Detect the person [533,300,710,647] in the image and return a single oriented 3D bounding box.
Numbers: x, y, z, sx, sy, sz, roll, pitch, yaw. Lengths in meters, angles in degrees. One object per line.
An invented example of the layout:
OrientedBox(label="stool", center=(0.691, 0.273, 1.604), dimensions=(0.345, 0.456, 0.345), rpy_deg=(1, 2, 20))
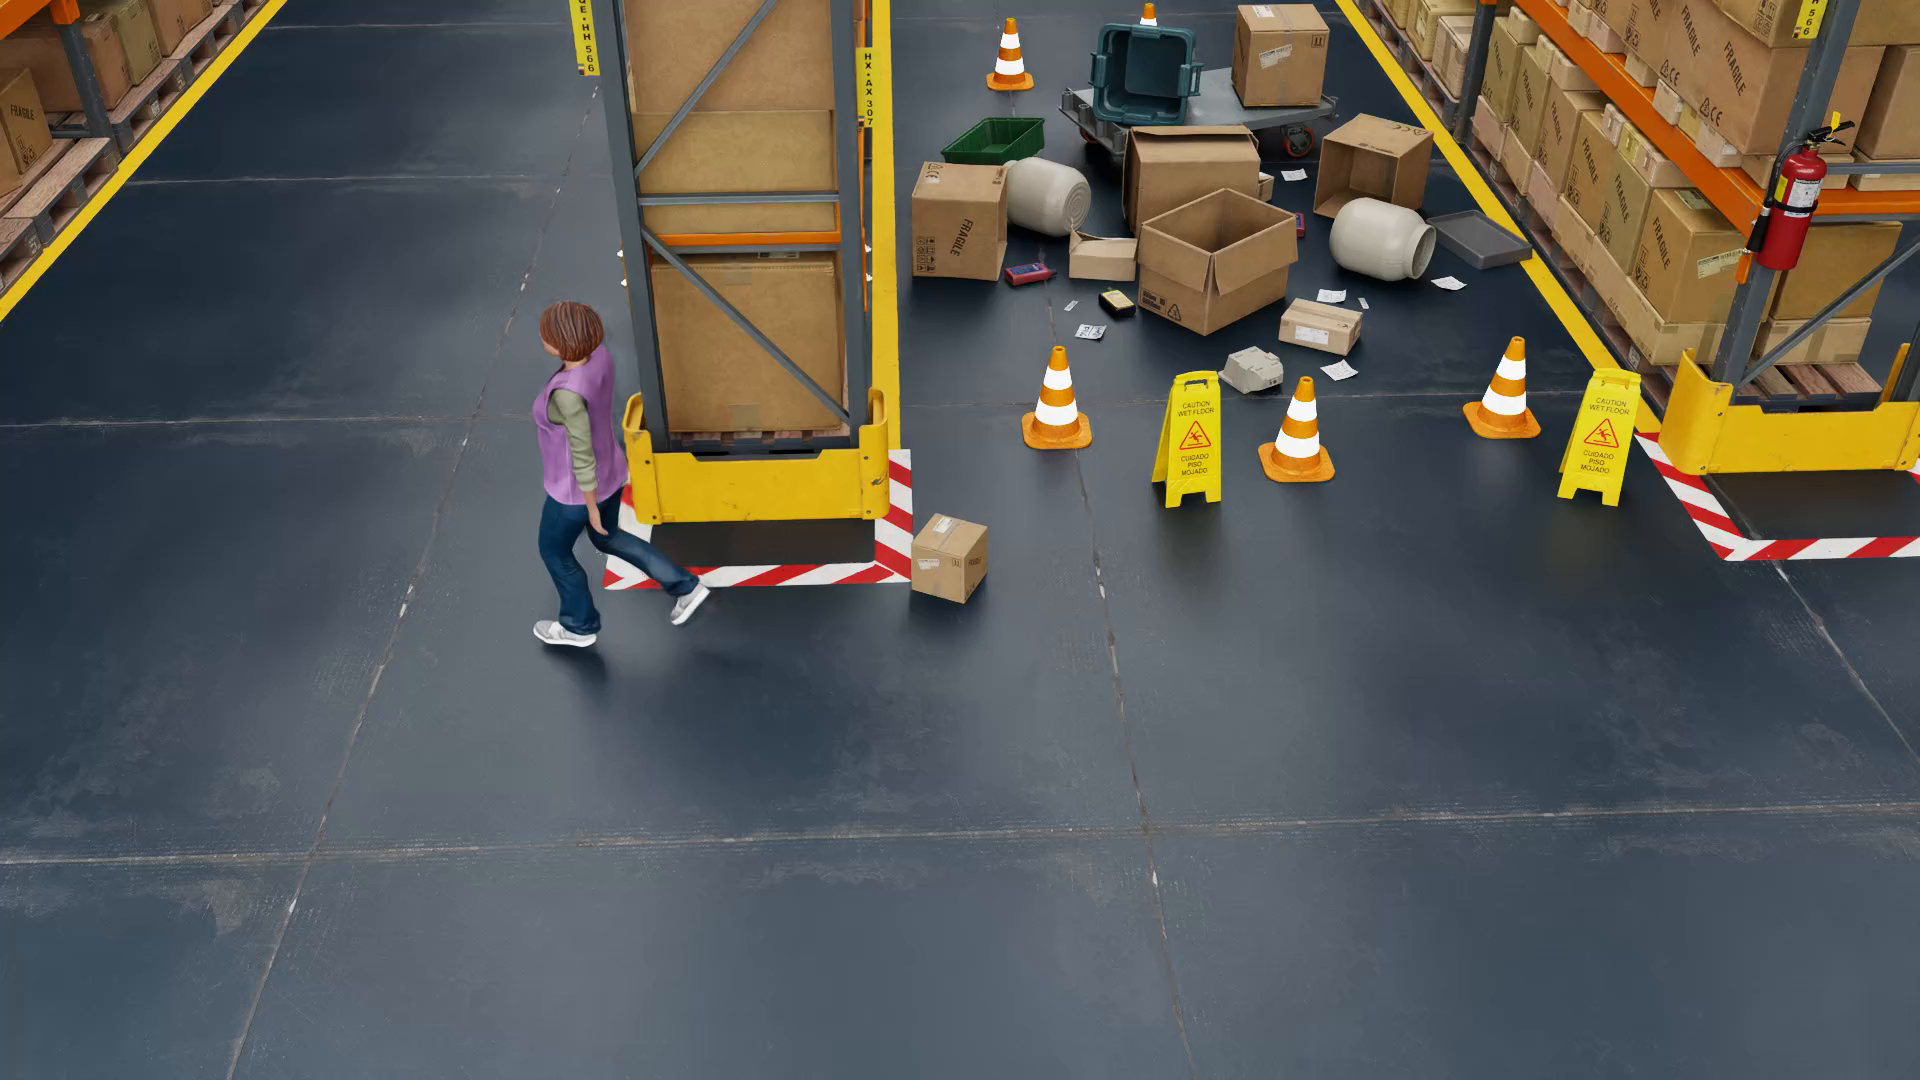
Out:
OrientedBox(label="person", center=(-1.392, -0.223, 6.447), dimensions=(0.750, 1.564, 0.394), rpy_deg=(9, 37, 12))
